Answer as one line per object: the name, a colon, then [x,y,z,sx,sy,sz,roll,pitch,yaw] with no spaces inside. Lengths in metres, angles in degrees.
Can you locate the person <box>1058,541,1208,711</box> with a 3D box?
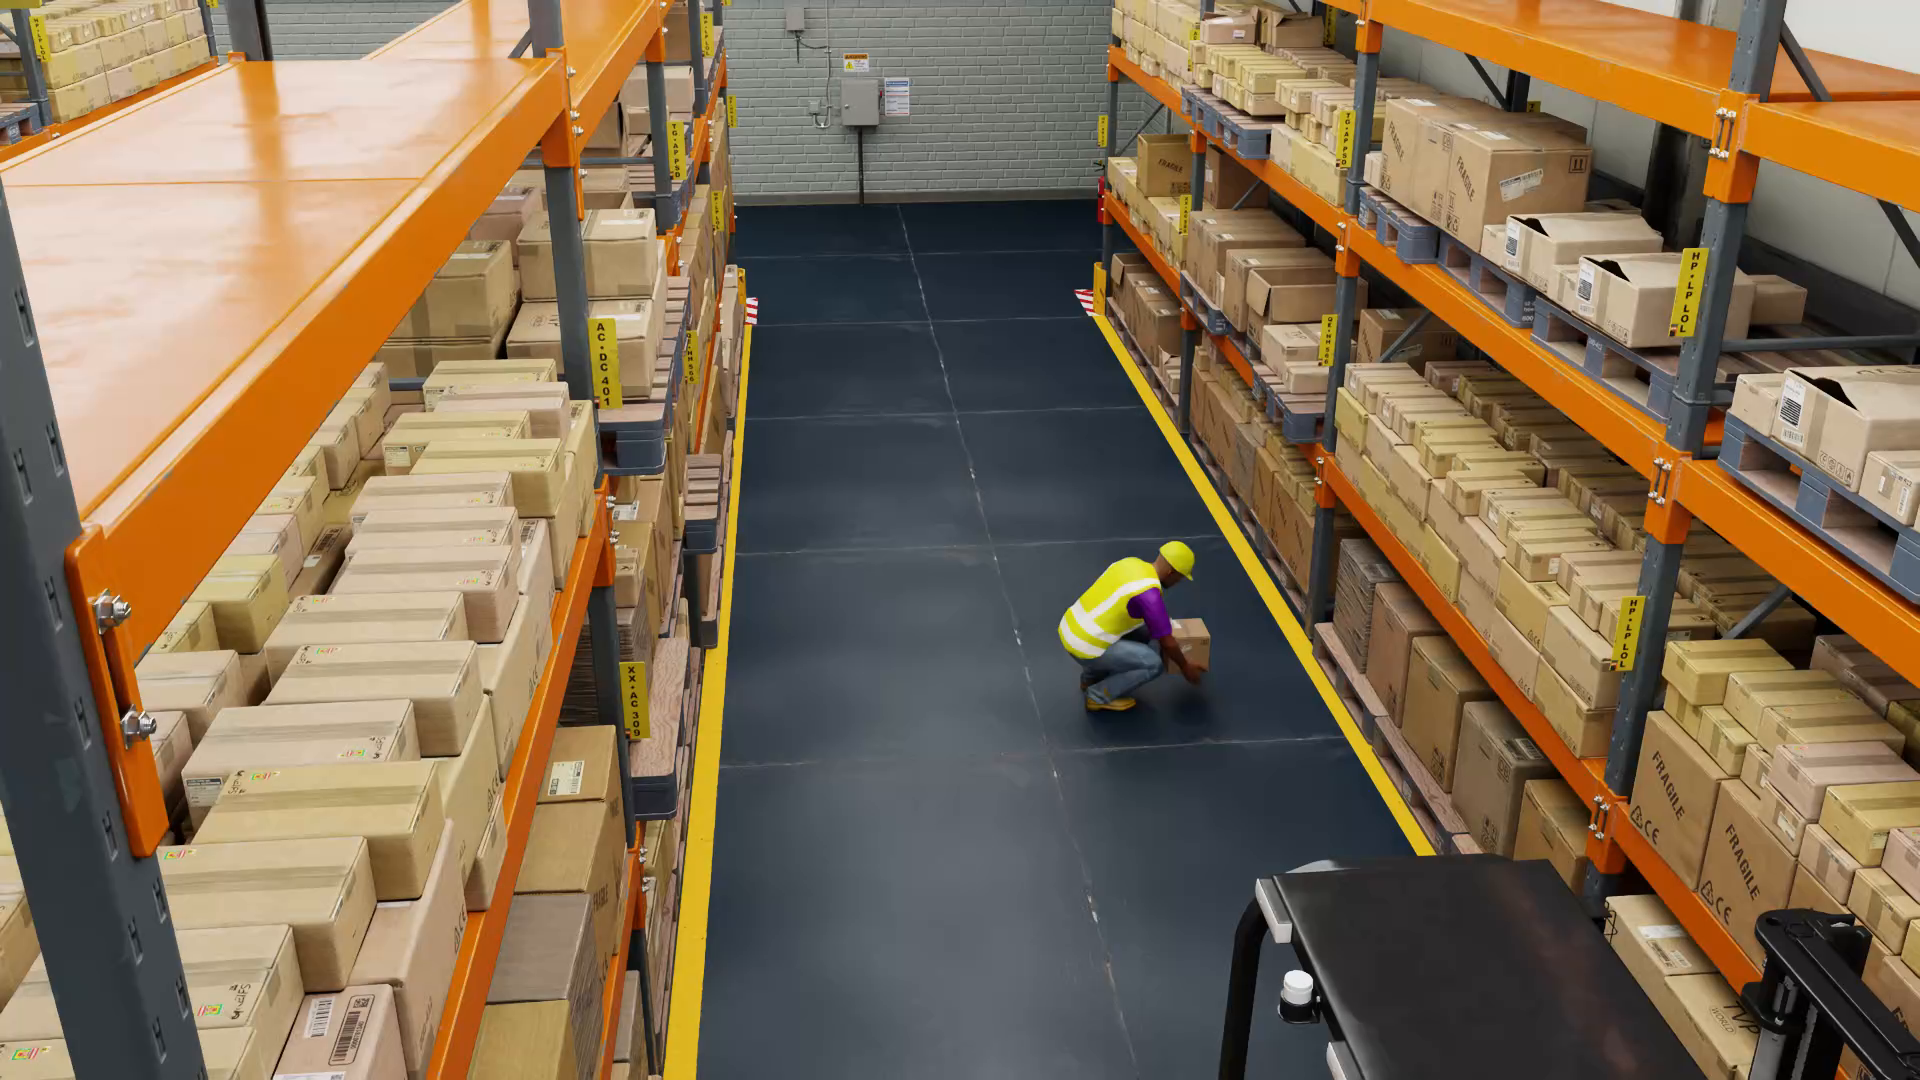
person: [1.047,0.499,10.118,0.893,1.005,0.565,-3,24,-6]
